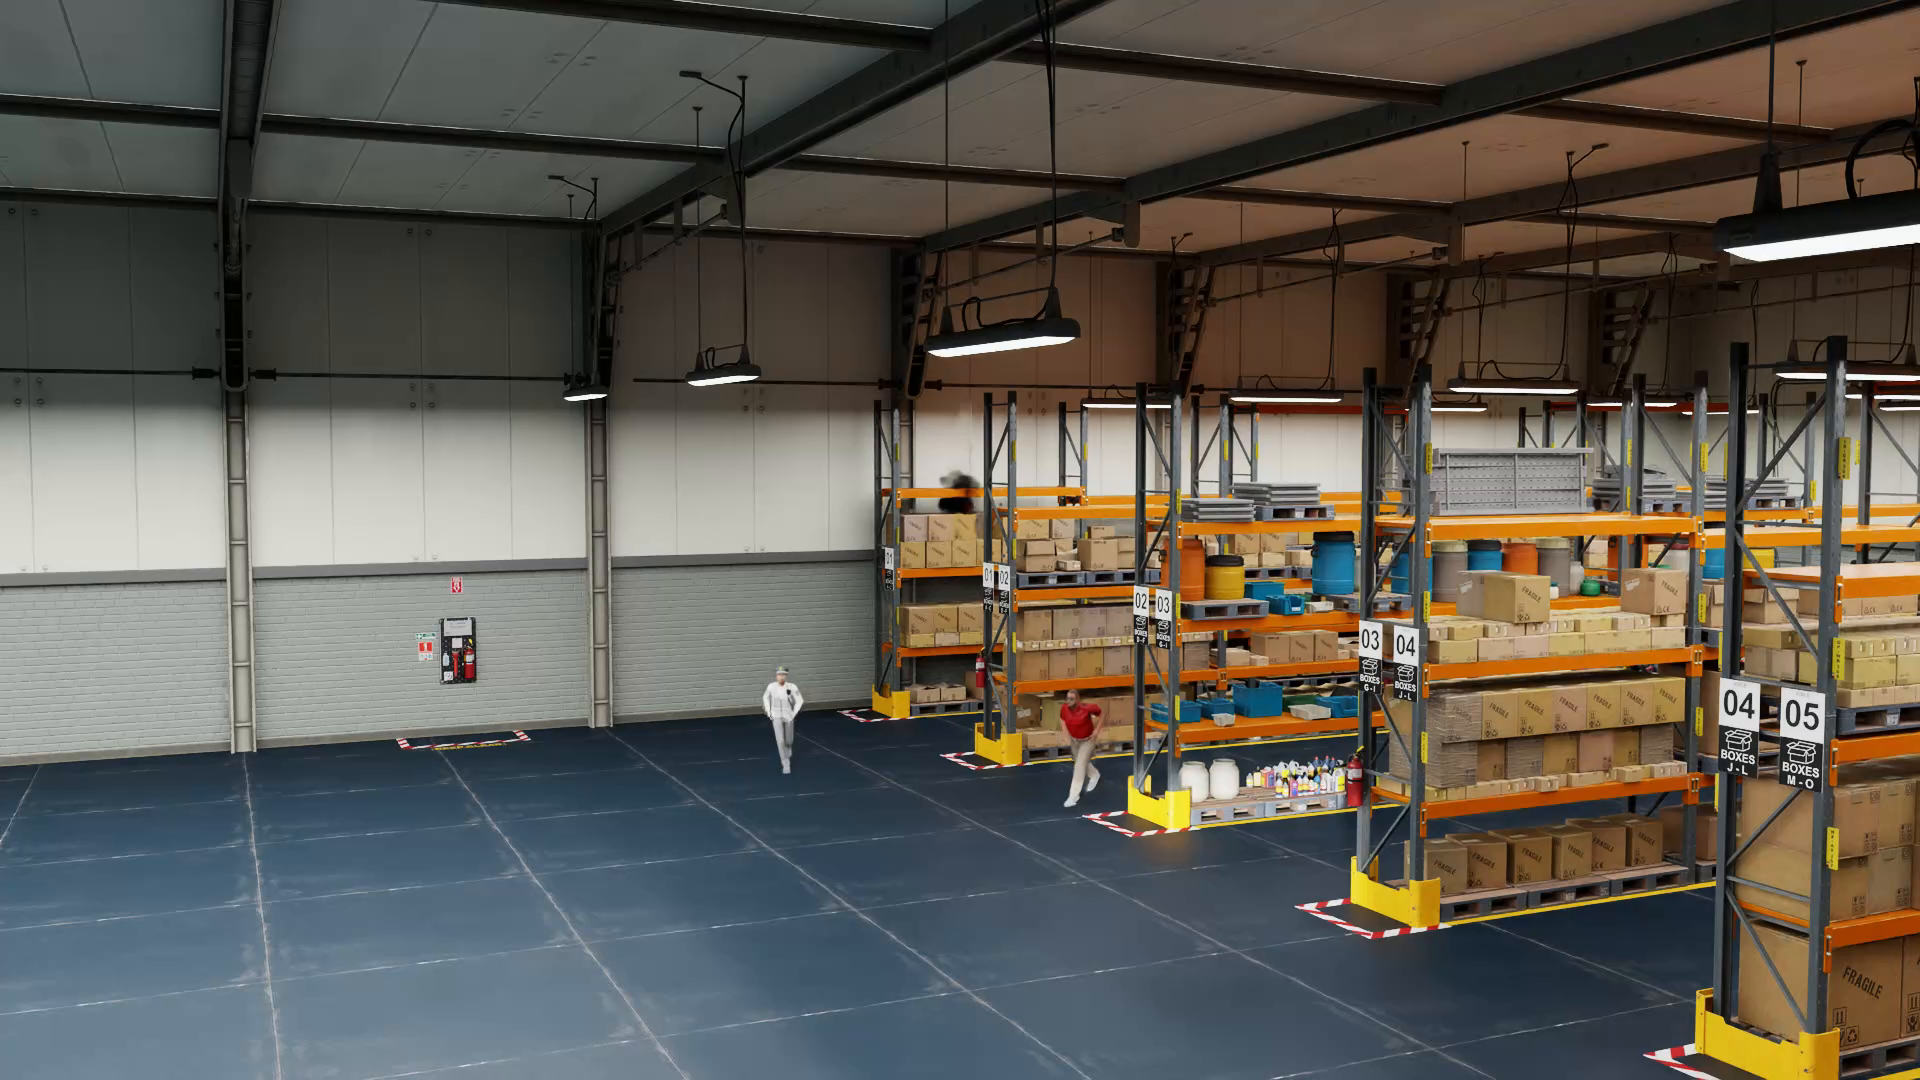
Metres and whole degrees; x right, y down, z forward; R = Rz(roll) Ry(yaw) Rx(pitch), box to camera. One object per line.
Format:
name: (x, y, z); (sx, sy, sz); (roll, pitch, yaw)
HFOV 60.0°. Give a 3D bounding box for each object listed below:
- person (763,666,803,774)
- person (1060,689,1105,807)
person: (-2.805, 2.814, 26.345); (0.643, 1.677, 0.757); (0, 3, -1)
person: (1.815, 2.961, 24.037); (0.694, 1.697, 1.027); (2, 4, 31)
